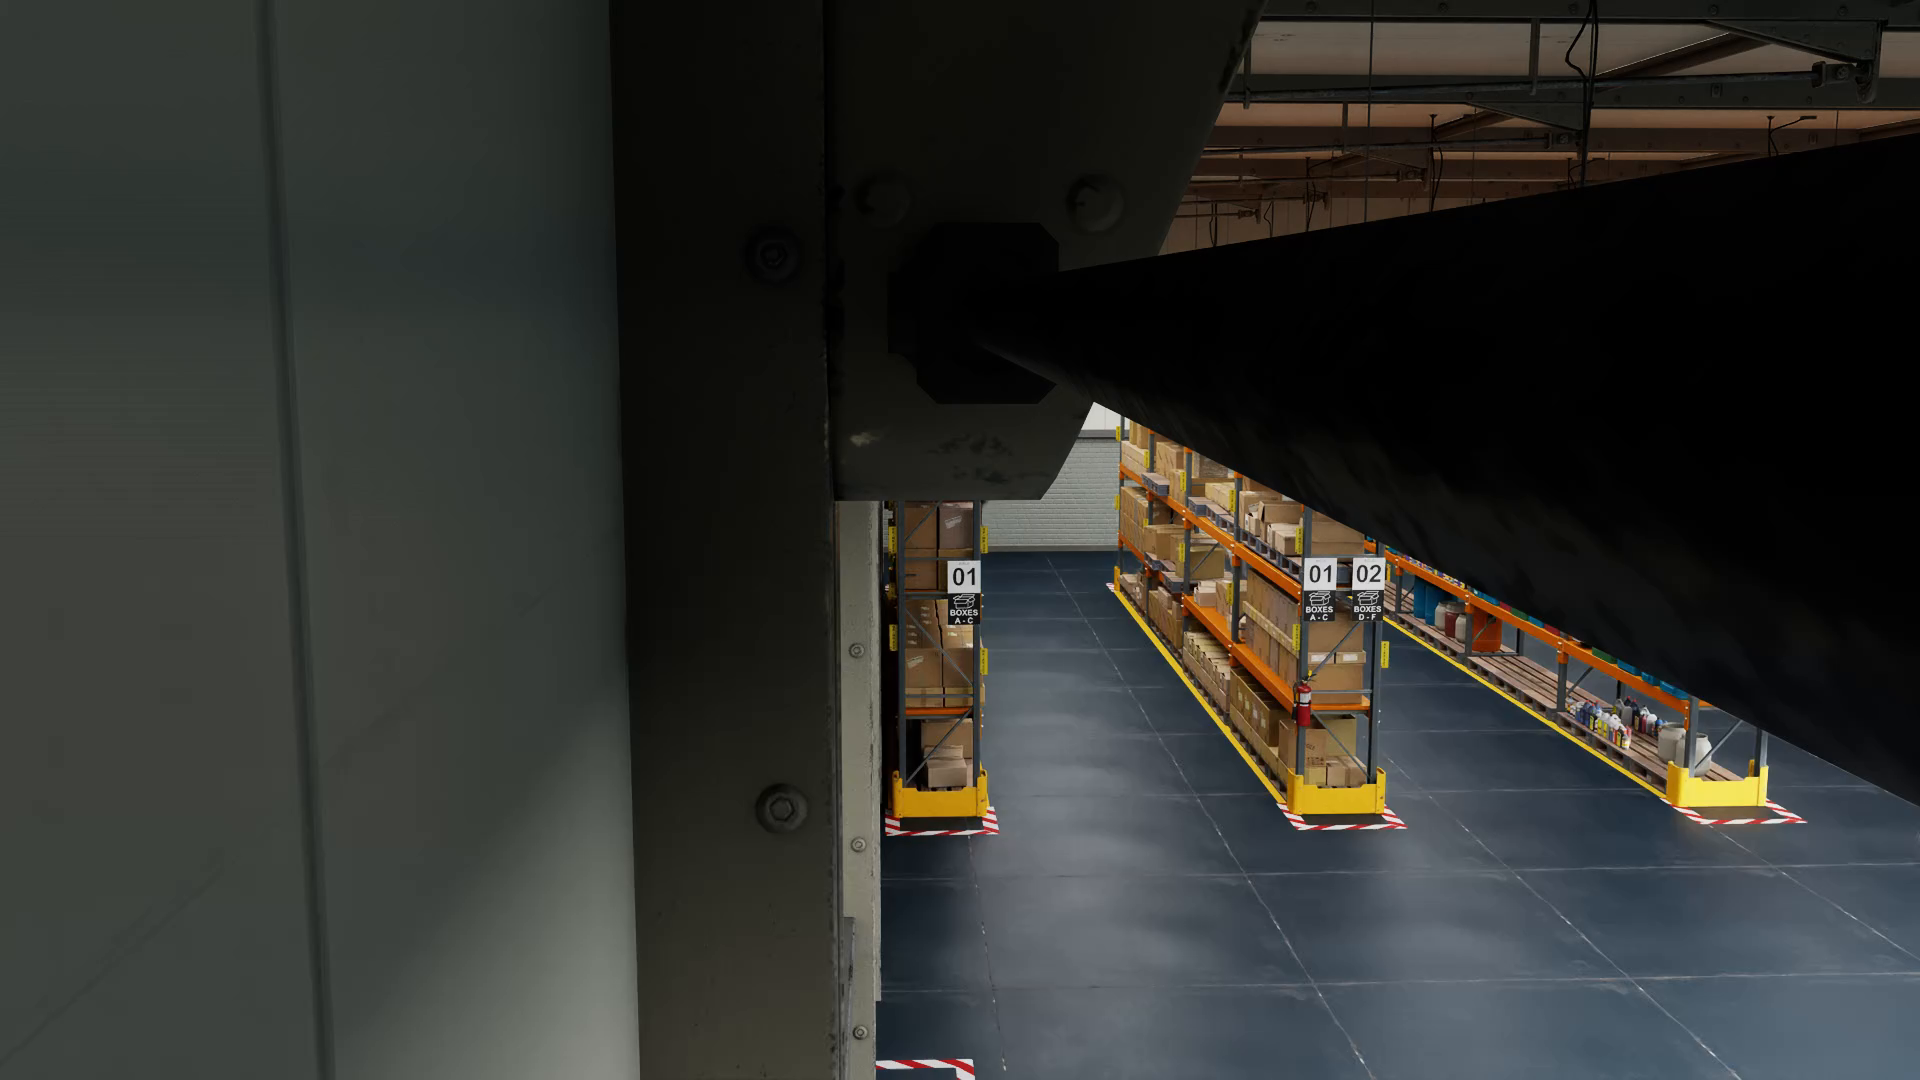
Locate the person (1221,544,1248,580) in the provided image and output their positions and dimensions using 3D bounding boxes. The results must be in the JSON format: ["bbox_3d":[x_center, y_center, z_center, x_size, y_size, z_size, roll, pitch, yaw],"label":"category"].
[{"bbox_3d":[5.905,0.361,35.676,0.686,1.706,0.658,-1,8,-8],"label":"person"}]
